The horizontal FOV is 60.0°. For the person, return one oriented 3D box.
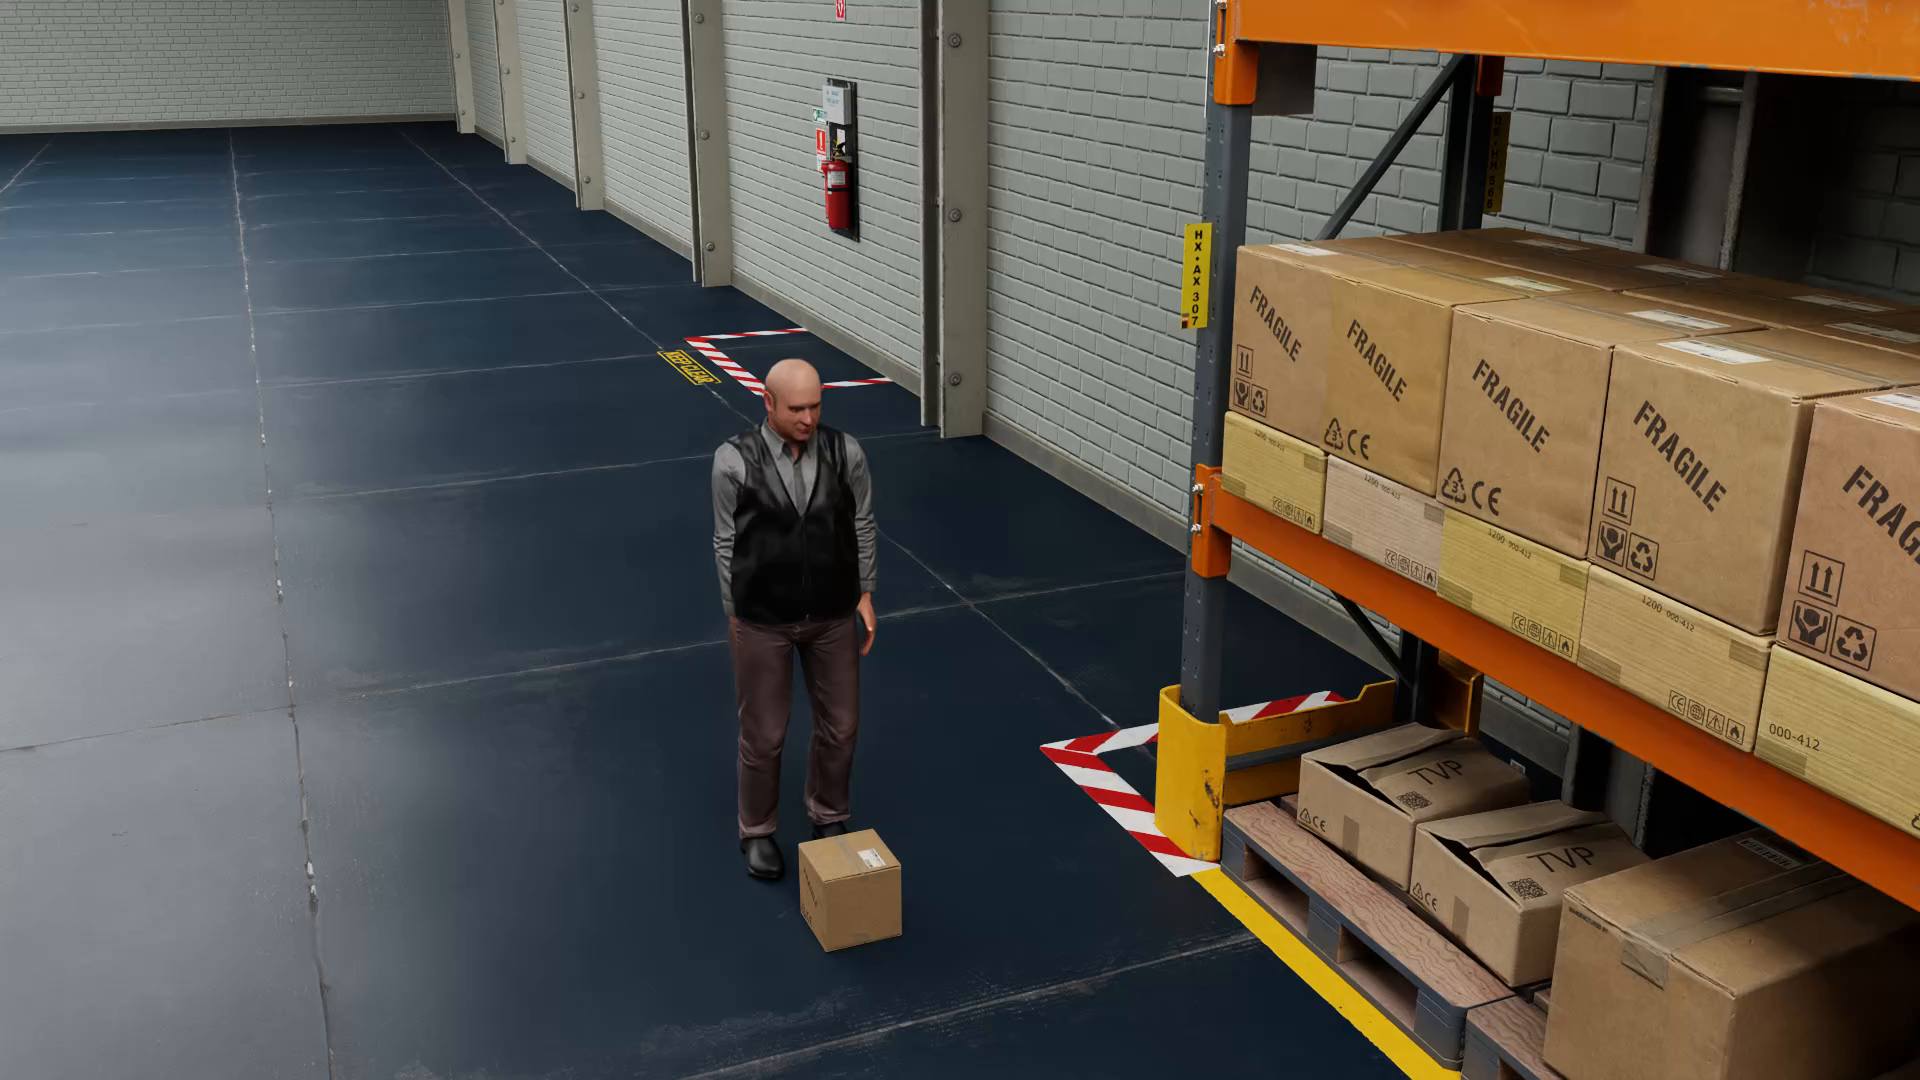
[{"bbox_3d":[-0.519,0.250,5.389,0.535,1.712,0.353,-7,20,-21],"label":"person"}]
